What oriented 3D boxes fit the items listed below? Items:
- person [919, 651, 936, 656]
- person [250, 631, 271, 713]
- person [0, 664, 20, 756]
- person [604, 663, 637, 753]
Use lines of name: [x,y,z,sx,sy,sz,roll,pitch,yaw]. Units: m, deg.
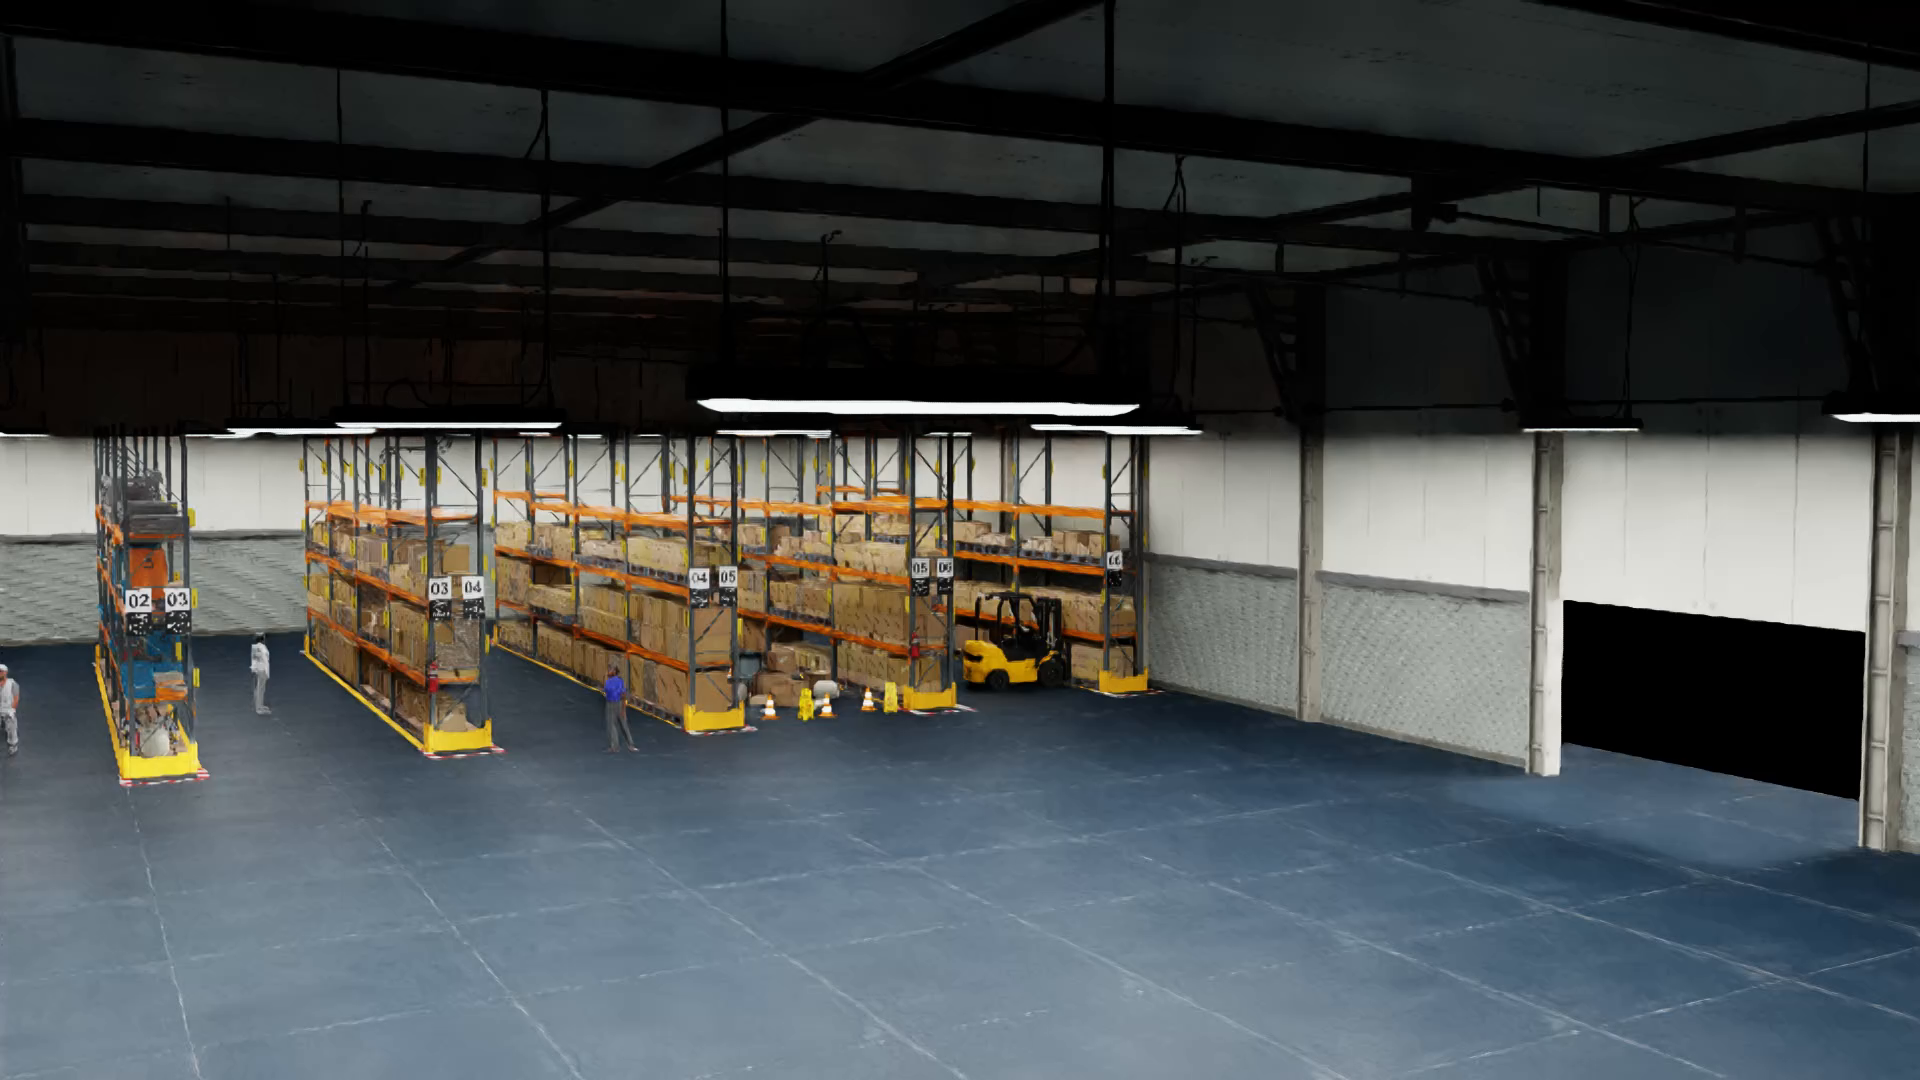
person: [-0.787,2.452,39.149,0.632,1.768,0.452,2,4,30]
person: [-14.639,2.758,34.870,0.553,1.684,0.433,2,4,34]
person: [-17.015,3.054,29.572,0.531,1.728,1.037,-1,4,-20]
person: [-6.248,3.063,30.467,0.571,1.650,0.529,2,4,33]
